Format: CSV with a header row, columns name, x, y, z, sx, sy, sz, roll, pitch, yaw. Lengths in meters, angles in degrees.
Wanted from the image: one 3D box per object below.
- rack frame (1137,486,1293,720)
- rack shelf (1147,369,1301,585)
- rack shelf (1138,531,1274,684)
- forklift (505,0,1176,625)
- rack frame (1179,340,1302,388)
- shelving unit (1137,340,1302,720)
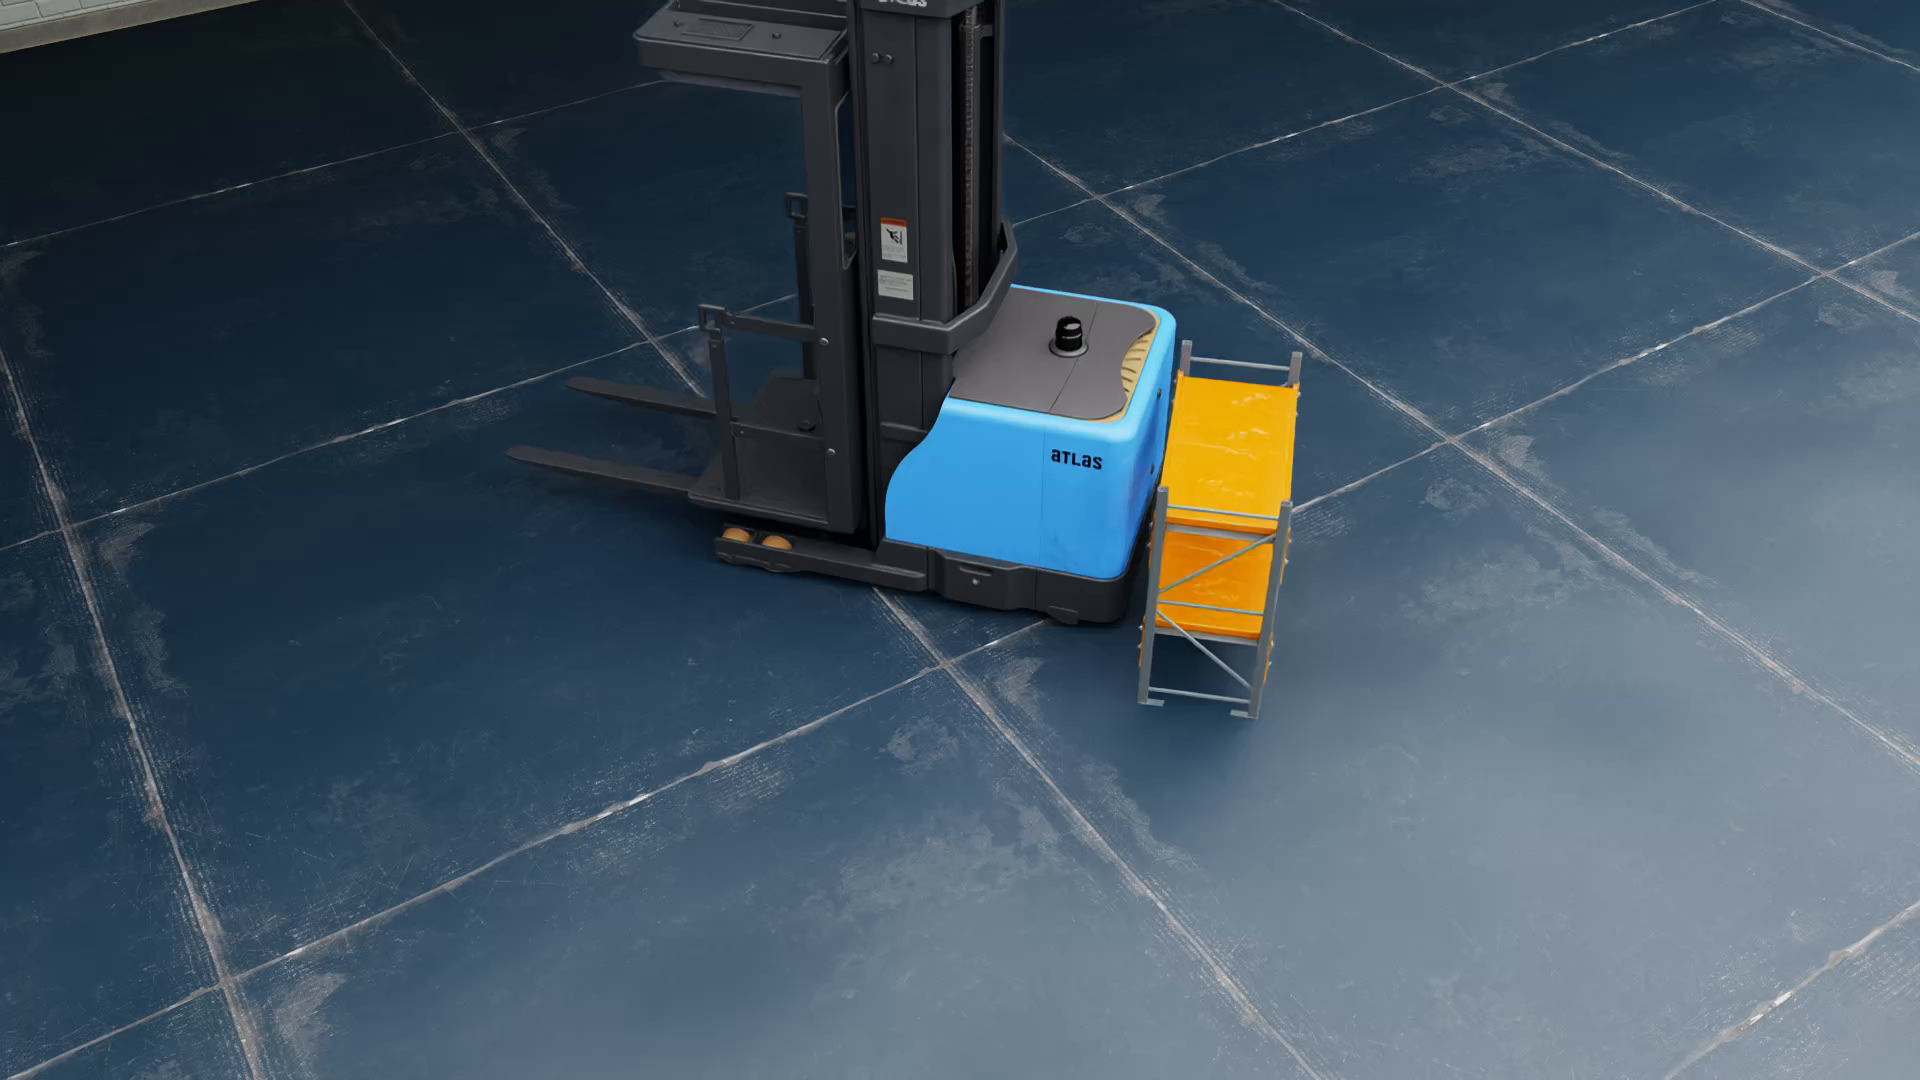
name,x,y,z,sx,sy,sz,roll,pitch,yaw
rack frame,0.986,0.269,6.549,0.500,1.125,0.032,7,40,8
rack shelf,1.082,-0.275,6.745,0.538,0.278,1.000,7,40,8
rack shelf,1.082,0.137,7.088,0.538,0.278,1.000,7,40,8
forklift,-0.615,-1.292,7.010,3.031,2.935,1.130,11,41,13
rack frame,1.179,-0.370,7.315,0.500,1.125,0.032,7,40,8
shelving unit,1.082,-0.051,6.932,0.538,1.125,1.048,7,40,8
